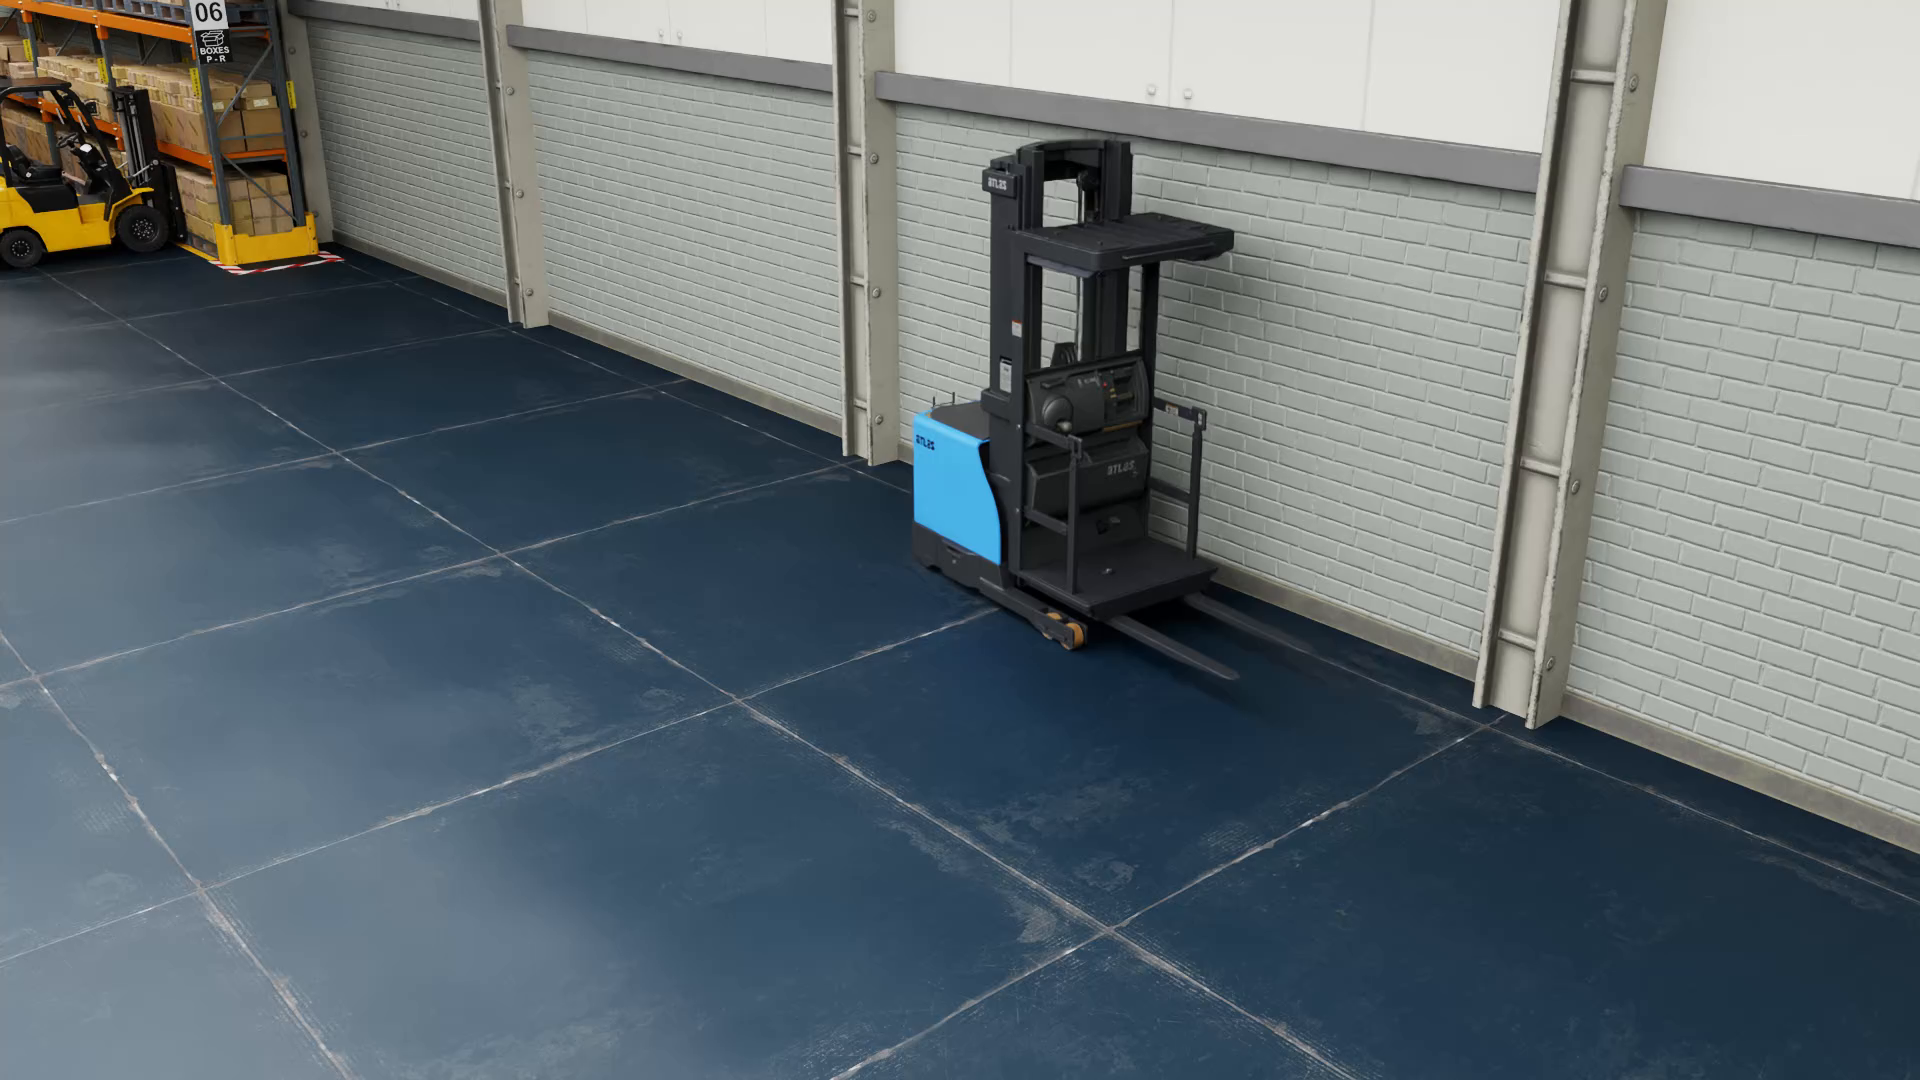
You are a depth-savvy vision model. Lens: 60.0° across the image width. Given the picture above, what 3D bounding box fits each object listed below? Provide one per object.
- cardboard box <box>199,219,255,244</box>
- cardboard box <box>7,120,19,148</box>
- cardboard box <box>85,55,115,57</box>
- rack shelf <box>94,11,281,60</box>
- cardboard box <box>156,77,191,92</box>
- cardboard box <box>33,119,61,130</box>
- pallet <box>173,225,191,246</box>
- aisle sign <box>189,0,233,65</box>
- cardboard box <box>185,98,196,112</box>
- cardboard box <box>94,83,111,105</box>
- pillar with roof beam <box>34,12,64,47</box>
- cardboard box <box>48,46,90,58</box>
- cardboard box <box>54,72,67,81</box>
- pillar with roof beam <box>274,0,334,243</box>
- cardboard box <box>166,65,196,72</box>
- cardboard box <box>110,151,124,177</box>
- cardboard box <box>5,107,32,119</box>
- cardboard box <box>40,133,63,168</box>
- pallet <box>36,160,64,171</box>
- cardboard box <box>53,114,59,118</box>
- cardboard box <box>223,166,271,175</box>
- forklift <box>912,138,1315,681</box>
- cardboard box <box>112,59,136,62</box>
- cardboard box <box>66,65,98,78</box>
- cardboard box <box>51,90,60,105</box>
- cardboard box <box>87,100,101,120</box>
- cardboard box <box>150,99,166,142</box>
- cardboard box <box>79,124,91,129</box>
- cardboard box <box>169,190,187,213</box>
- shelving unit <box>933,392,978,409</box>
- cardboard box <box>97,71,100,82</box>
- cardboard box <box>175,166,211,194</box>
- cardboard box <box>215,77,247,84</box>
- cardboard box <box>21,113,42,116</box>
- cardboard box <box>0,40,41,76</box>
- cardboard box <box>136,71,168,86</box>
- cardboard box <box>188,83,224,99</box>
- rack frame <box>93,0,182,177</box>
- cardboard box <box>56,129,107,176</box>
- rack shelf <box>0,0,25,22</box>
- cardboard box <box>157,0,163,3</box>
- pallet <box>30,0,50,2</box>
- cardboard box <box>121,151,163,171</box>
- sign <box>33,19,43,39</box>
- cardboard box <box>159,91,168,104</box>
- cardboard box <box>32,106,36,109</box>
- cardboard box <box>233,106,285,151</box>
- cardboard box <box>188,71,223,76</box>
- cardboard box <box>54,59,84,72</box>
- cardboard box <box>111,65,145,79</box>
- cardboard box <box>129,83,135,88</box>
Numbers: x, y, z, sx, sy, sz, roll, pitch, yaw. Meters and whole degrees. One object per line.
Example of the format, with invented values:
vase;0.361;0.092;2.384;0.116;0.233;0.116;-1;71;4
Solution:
cardboard box;-9.337;-3.965;21.188;0.500;0.250;0.500;-17;27;-37
cardboard box;-15.801;-6.871;28.266;0.500;0.500;0.500;-18;28;-39
cardboard box;-13.392;-7.467;25.908;0.380;0.149;0.250;-17;27;-36
rack shelf;-10.096;-6.609;21.619;1.077;0.370;4.000;-17;27;-37
cardboard box;-10.093;-5.860;21.397;0.380;0.149;0.250;-17;27;-36
cardboard box;-14.867;-6.766;27.109;0.380;0.149;0.250;-19;28;-39
pallet;-10.114;-4.235;22.507;1.003;0.211;1.213;-17;27;-37
aisle sign;-8.971;-6.117;19.925;0.394;0.787;0.004;-17;27;-37
cardboard box;-9.419;-5.436;20.724;0.380;0.149;0.250;-17;27;-37
cardboard box;-11.916;-6.338;23.573;0.500;0.250;0.500;-18;28;-39
pillar with roof beam;-19.657;-10.486;26.417;9.100;9.000;0.400;-17;27;-37
cardboard box;-14.231;-7.627;26.631;0.500;0.500;0.500;-16;26;-35
cardboard box;-13.255;-6.900;25.008;0.500;0.250;0.500;-18;28;-39
pillar with roof beam;-11.824;-7.171;17.952;9.100;9.000;0.400;-17;27;-37
cardboard box;-10.649;-6.422;22.833;0.380;0.149;0.250;-18;28;-38
cardboard box;-11.751;-5.331;24.163;0.875;0.625;0.625;-16;26;-35
cardboard box;-16.176;-7.355;28.613;0.380;0.149;0.250;-19;28;-40
cardboard box;-14.452;-6.303;26.814;0.500;0.500;0.500;-16;27;-36
pallet;-14.472;-6.122;27.326;1.003;0.211;1.213;-17;27;-37
cardboard box;-15.002;-7.102;27.965;0.380;0.149;0.250;-17;27;-37
cardboard box;-9.290;-4.691;21.671;0.500;0.250;0.500;-17;27;-37
forklift;0.931;-0.889;10.234;1.130;2.935;3.031;-15;26;-33
cardboard box;-12.718;-7.189;25.200;0.380;0.149;0.250;-18;28;-38
cardboard box;-12.881;-6.891;24.438;0.380;0.149;0.250;-18;28;-39
cardboard box;-13.584;-6.815;25.475;0.500;0.250;0.500;-18;28;-39
cardboard box;-12.262;-6.245;24.021;0.500;0.250;0.500;-18;27;-38
cardboard box;-10.314;-5.538;21.874;0.500;0.500;0.500;-17;27;-37
cardboard box;-14.117;-6.757;27.086;0.380;0.149;0.250;-16;26;-35
cardboard box;-10.018;-4.482;21.823;0.500;0.250;0.500;-18;28;-39
shelving unit;-0.035;-0.504;11.830;0.215;1.050;0.252;-17;27;-37
cardboard box;-12.095;-6.637;23.791;0.380;0.149;0.250;-17;27;-37
cardboard box;-10.003;-4.706;21.708;0.500;0.250;0.500;-17;27;-37
cardboard box;-9.327;-5.848;21.366;0.380;0.149;0.250;-17;27;-37
cardboard box;-15.493;-7.068;27.879;0.380;0.149;0.250;-17;27;-37
cardboard box;-15.627;-8.006;27.598;0.700;0.500;0.500;-18;27;-38
cardboard box;-10.726;-6.149;22.135;0.380;0.149;0.250;-18;28;-38
cardboard box;-9.369;-5.592;20.713;0.380;0.149;0.250;-17;27;-37
rack frame;-11.402;-6.100;23.446;1.000;3.000;0.127;-17;27;-37
cardboard box;-13.616;-6.120;26.176;0.875;0.625;0.625;-16;27;-36
rack shelf;-15.318;-8.820;27.262;1.077;0.370;4.000;-17;27;-37
cardboard box;-9.727;-6.798;20.586;0.396;0.266;0.258;-17;27;-37
pallet;-13.502;-8.348;25.330;1.213;0.211;1.003;-16;26;-35
cardboard box;-11.324;-5.273;23.156;0.500;0.250;0.500;-18;28;-38
sign;-16.206;-8.983;29.218;0.100;0.325;0.005;-17;27;-37
cardboard box;-10.085;-5.721;21.452;0.380;0.149;0.250;-17;27;-37
cardboard box;-15.989;-7.540;29.083;0.380;0.149;0.250;-17;27;-37
cardboard box;-8.904;-5.245;21.124;0.500;0.500;0.500;-16;27;-36
cardboard box;-10.012;-6.132;22.093;0.380;0.149;0.250;-16;27;-36
cardboard box;-13.485;-7.188;25.197;0.380;0.149;0.250;-17;27;-37
cardboard box;-11.419;-6.429;22.850;0.380;0.149;0.250;-17;27;-36
cardboard box;-10.927;-6.076;22.357;0.380;0.149;0.250;-17;27;-36
